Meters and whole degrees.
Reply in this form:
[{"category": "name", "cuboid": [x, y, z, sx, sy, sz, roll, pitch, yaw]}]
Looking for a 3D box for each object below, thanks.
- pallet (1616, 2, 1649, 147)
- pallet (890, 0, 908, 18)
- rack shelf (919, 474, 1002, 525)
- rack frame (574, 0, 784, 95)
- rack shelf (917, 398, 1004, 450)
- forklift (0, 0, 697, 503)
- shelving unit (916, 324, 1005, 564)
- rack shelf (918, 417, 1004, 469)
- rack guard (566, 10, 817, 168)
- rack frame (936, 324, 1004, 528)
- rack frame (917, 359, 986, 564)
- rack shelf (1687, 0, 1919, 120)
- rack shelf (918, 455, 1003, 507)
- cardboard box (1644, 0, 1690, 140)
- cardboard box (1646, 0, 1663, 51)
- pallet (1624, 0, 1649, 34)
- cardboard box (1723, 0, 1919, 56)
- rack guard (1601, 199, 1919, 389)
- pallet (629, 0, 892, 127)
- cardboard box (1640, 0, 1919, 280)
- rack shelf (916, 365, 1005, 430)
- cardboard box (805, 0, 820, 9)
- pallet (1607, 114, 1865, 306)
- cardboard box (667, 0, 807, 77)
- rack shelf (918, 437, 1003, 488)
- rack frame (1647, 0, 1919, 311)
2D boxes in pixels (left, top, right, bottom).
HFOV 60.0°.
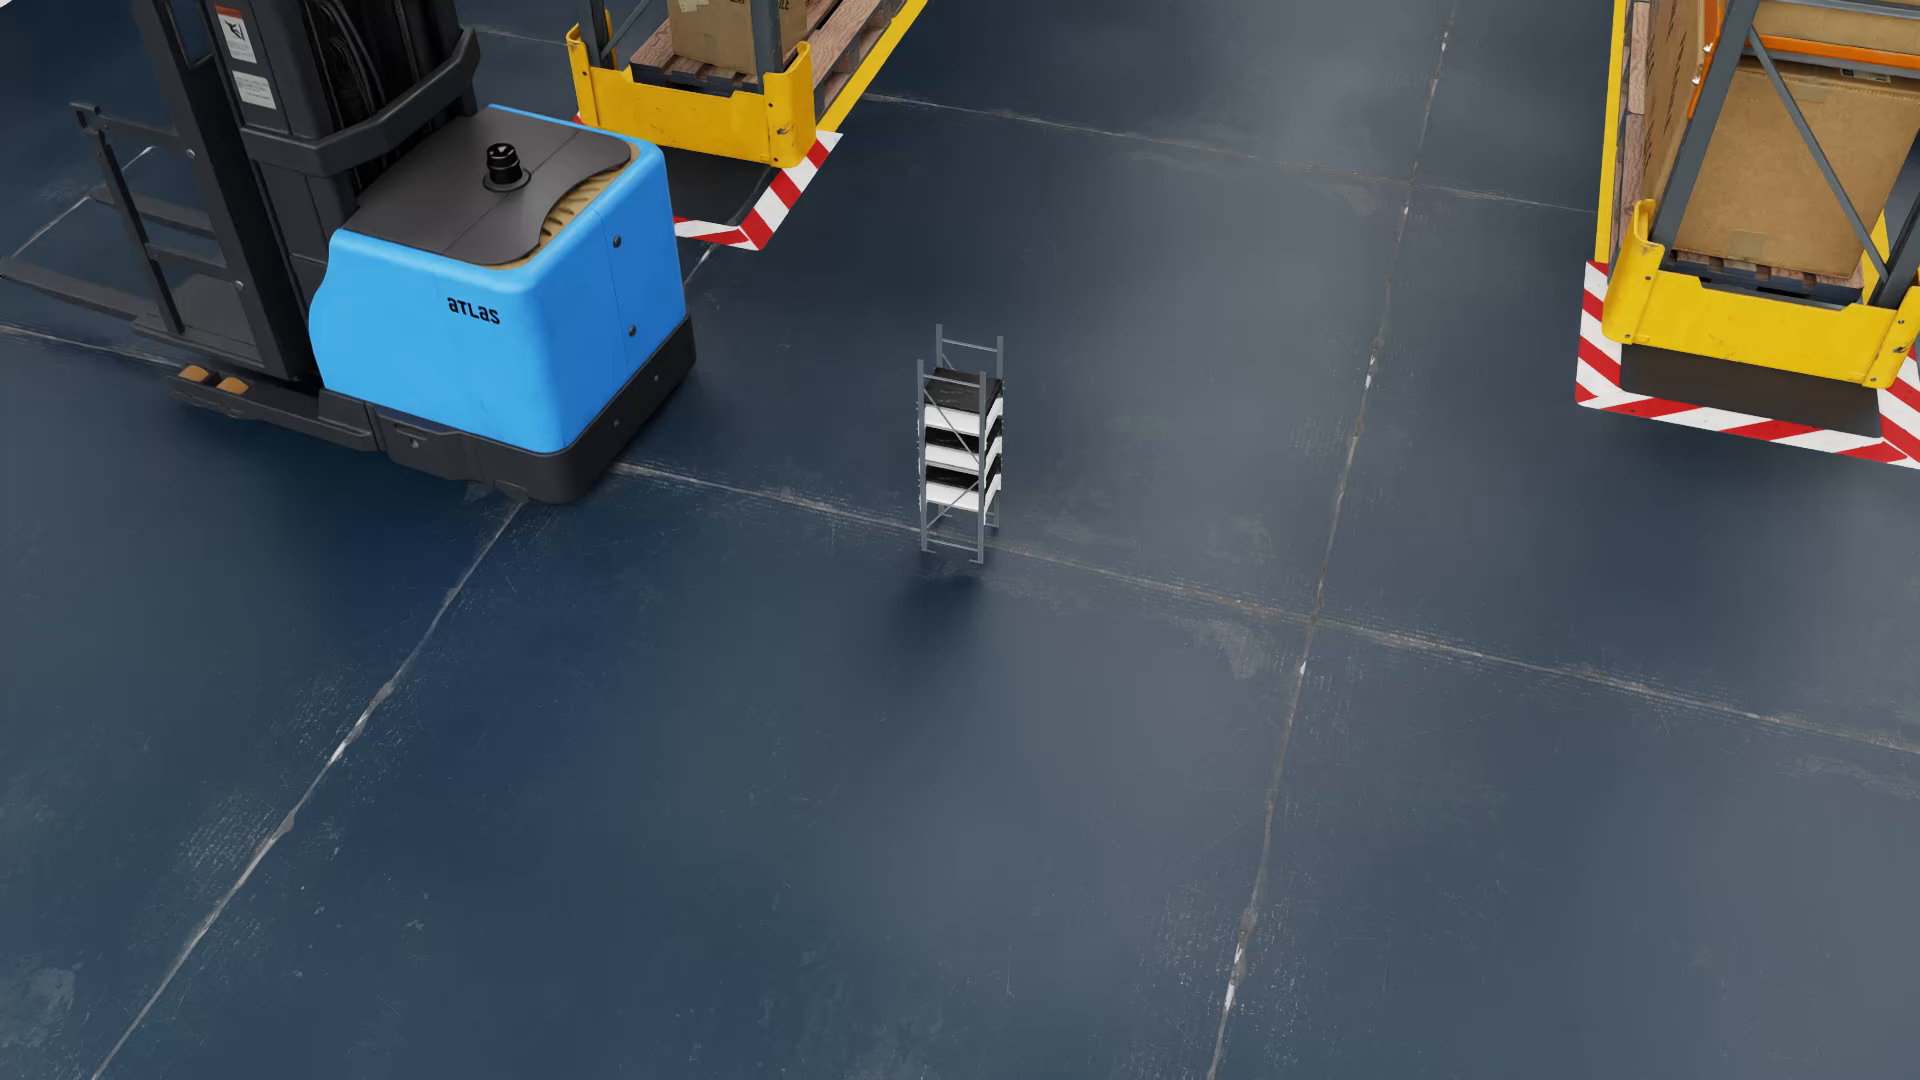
[{"category": "pallet", "cuboid": [3.905, -2.304, 8.453, 1.003, 0.211, 1.213, 13, 46, 13]}, {"category": "pallet", "cuboid": [-0.657, -3.457, 9.632, 1.003, 0.211, 1.213, 13, 46, 13]}, {"category": "rack shelf", "cuboid": [0.002, -0.175, 6.090, 0.258, 0.077, 0.200, 13, 46, 12]}, {"category": "rack frame", "cuboid": [-1.331, -3.058, 7.231, 1.000, 3.000, 0.127, 13, 46, 13]}, {"category": "rack shelf", "cuboid": [0.002, -0.432, 5.838, 0.258, 0.077, 0.200, 13, 46, 12]}, {"category": "forklift", "cuboid": [-2.662, -1.862, 6.058, 3.031, 2.935, 1.130, 17, 47, 16]}, {"category": "shelving unit", "cuboid": [0.002, -0.327, 5.941, 0.258, 0.900, 0.210, 13, 46, 12]}, {"category": "rack shelf", "cuboid": [0.002, -0.368, 5.901, 0.258, 0.077, 0.200, 13, 46, 12]}, {"category": "rack guard", "cuboid": [-1.308, -2.215, 8.157, 1.175, 0.500, 0.348, 13, 46, 13]}, {"category": "rack frame", "cuboid": [0.033, -0.395, 6.010, 0.240, 0.900, 0.006, 13, 46, 12]}, {"category": "rack frame", "cuboid": [-0.028, -0.259, 5.872, 0.240, 0.900, 0.006, 13, 46, 12]}, {"category": "rack shelf", "cuboid": [3.971, -3.016, 7.702, 1.077, 0.370, 4.000, 13, 46, 13]}, {"category": "rack shelf", "cuboid": [0.002, -0.239, 6.027, 0.258, 0.077, 0.200, 13, 46, 12]}, {"category": "cardboard box", "cuboid": [3.773, -2.384, 7.760, 0.875, 0.875, 0.875, 12, 46, 12]}, {"category": "cardboard box", "cuboid": [4.051, -2.991, 8.381, 0.875, 0.875, 0.875, 13, 46, 13]}, {"category": "pallet", "cuboid": [4.272, -3.120, 9.287, 1.003, 0.211, 1.213, 13, 46, 13]}, {"category": "cardboard box", "cuboid": [3.435, -2.251, 6.298, 0.875, 0.550, 0.550, 13, 46, 13]}, {"category": "rack guard", "cuboid": [3.359, -1.031, 6.946, 1.175, 0.500, 0.348, 13, 46, 13]}, {"category": "pallet", "cuboid": [-1.028, -2.646, 8.803, 1.003, 0.211, 1.213, 13, 46, 13]}, {"category": "cardboard box", "cuboid": [3.508, -1.797, 7.161, 0.875, 0.875, 0.875, 13, 46, 13]}, {"category": "rack shelf", "cuboid": [0.002, -0.496, 5.775, 0.258, 0.077, 0.200, 13, 46, 12]}, {"category": "cardboard box", "cuboid": [-0.977, -3.133, 8.794, 0.500, 0.500, 0.500, 24, 49, 23]}, {"category": "pallet", "cuboid": [3.533, -1.493, 7.625, 1.003, 0.211, 1.213, 13, 46, 13]}, {"category": "cardboard box", "cuboid": [-1.126, -2.728, 8.380, 0.500, 0.500, 0.500, 21, 48, 20]}, {"category": "rack shelf", "cuboid": [0.002, -0.303, 5.964, 0.258, 0.077, 0.200, 13, 46, 12]}, {"category": "rack frame", "cuboid": [3.366, -1.940, 6.088, 1.000, 3.000, 0.127, 13, 46, 13]}]
